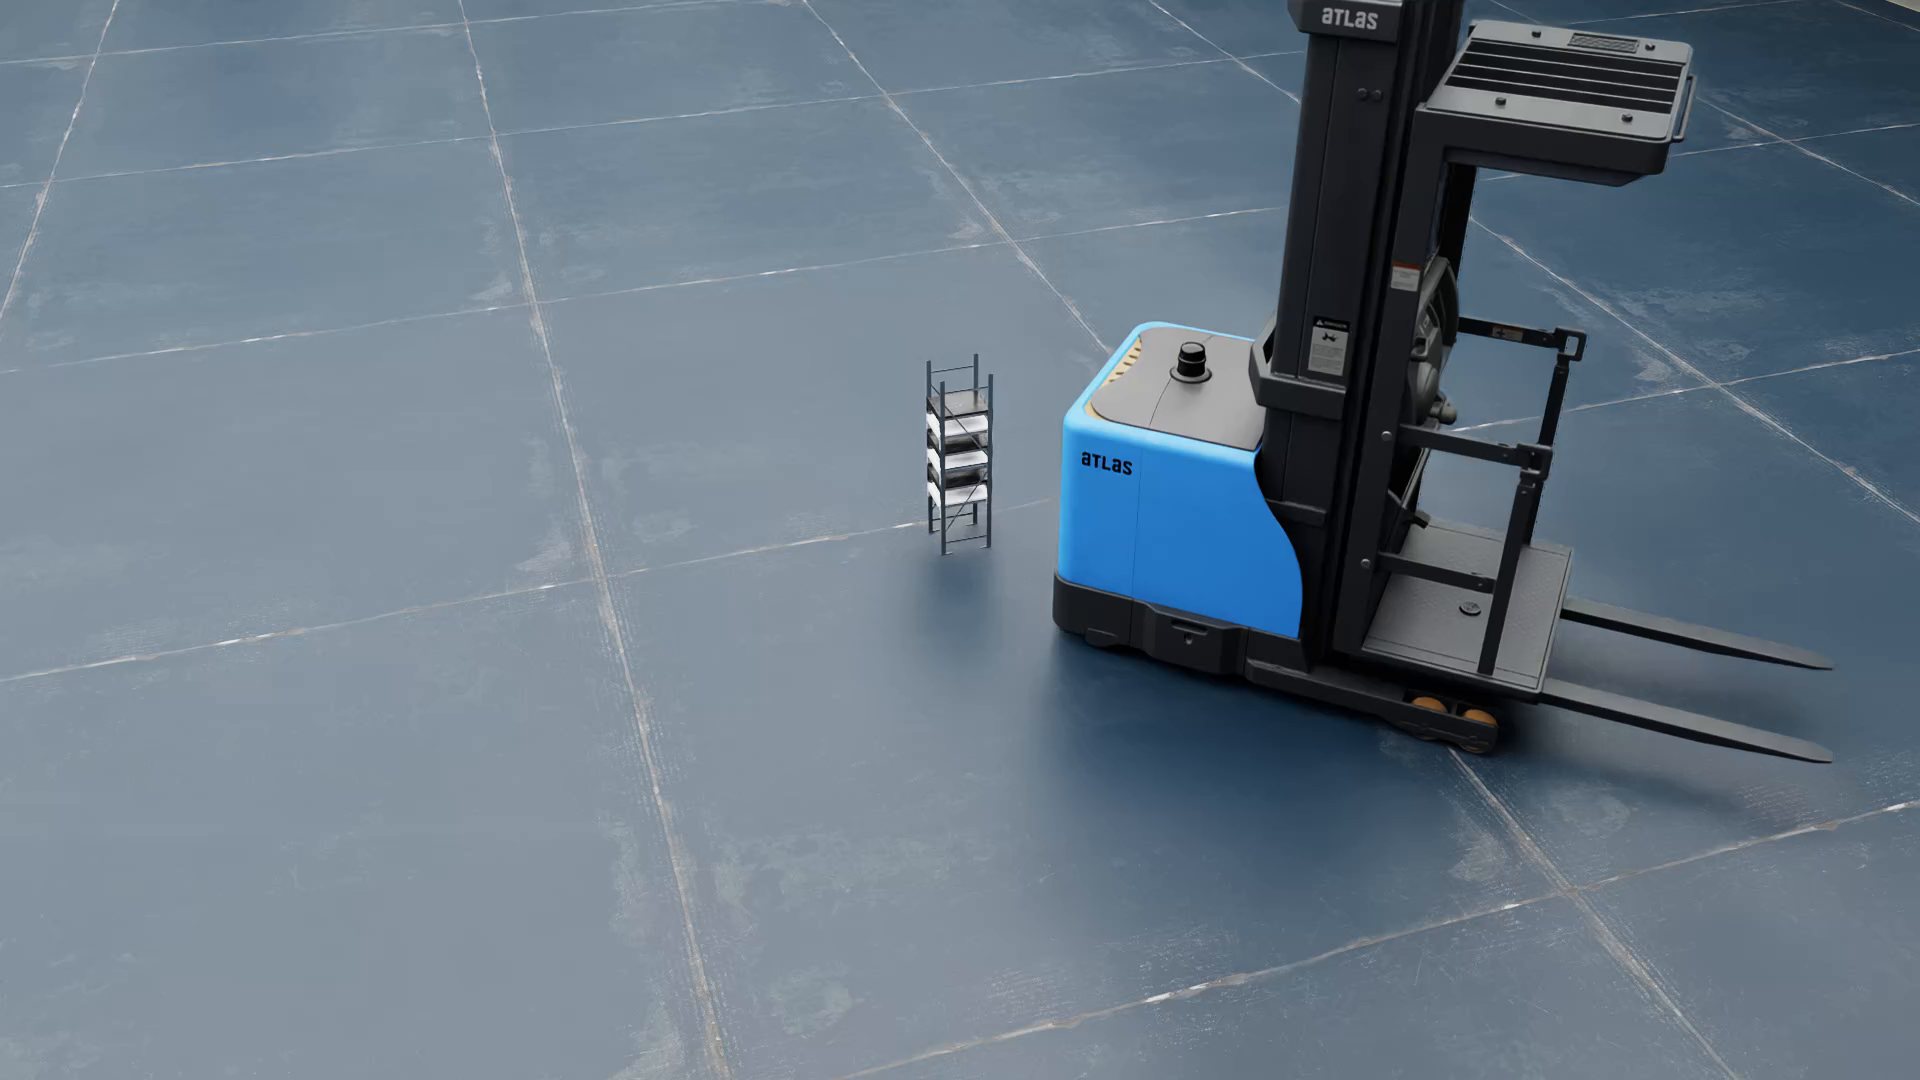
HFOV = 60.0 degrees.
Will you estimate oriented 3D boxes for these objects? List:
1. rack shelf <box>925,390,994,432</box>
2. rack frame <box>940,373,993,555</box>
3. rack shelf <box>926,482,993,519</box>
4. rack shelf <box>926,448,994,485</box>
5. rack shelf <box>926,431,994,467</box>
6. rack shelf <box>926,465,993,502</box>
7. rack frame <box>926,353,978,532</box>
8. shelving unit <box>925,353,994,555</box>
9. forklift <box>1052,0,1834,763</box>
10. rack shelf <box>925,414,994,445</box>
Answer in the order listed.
[{"bbox_3d":[-0.002,-0.577,7.378,0.258,0.077,0.200,-10,35,-15],"label":"rack shelf"},{"bbox_3d":[0.029,-0.326,7.428,0.240,0.900,0.006,-10,35,-15],"label":"rack frame"},{"bbox_3d":[-0.002,-0.202,7.626,0.258,0.077,0.200,-10,35,-15],"label":"rack shelf"},{"bbox_3d":[-0.002,-0.352,7.527,0.258,0.077,0.200,-10,35,-15],"label":"rack shelf"},{"bbox_3d":[-0.002,-0.427,7.477,0.258,0.077,0.200,-10,35,-15],"label":"rack shelf"},{"bbox_3d":[-0.002,-0.277,7.576,0.258,0.077,0.200,-10,35,-15],"label":"rack shelf"},{"bbox_3d":[-0.033,-0.433,7.589,0.240,0.900,0.006,-10,35,-15],"label":"rack frame"},{"bbox_3d":[-0.002,-0.380,7.508,0.258,0.900,0.210,-10,35,-15],"label":"shelving unit"},{"bbox_3d":[1.959,-0.727,6.191,3.031,2.935,1.130,14,36,20],"label":"forklift"},{"bbox_3d":[-0.002,-0.502,7.428,0.258,0.077,0.200,-10,35,-15],"label":"rack shelf"}]
